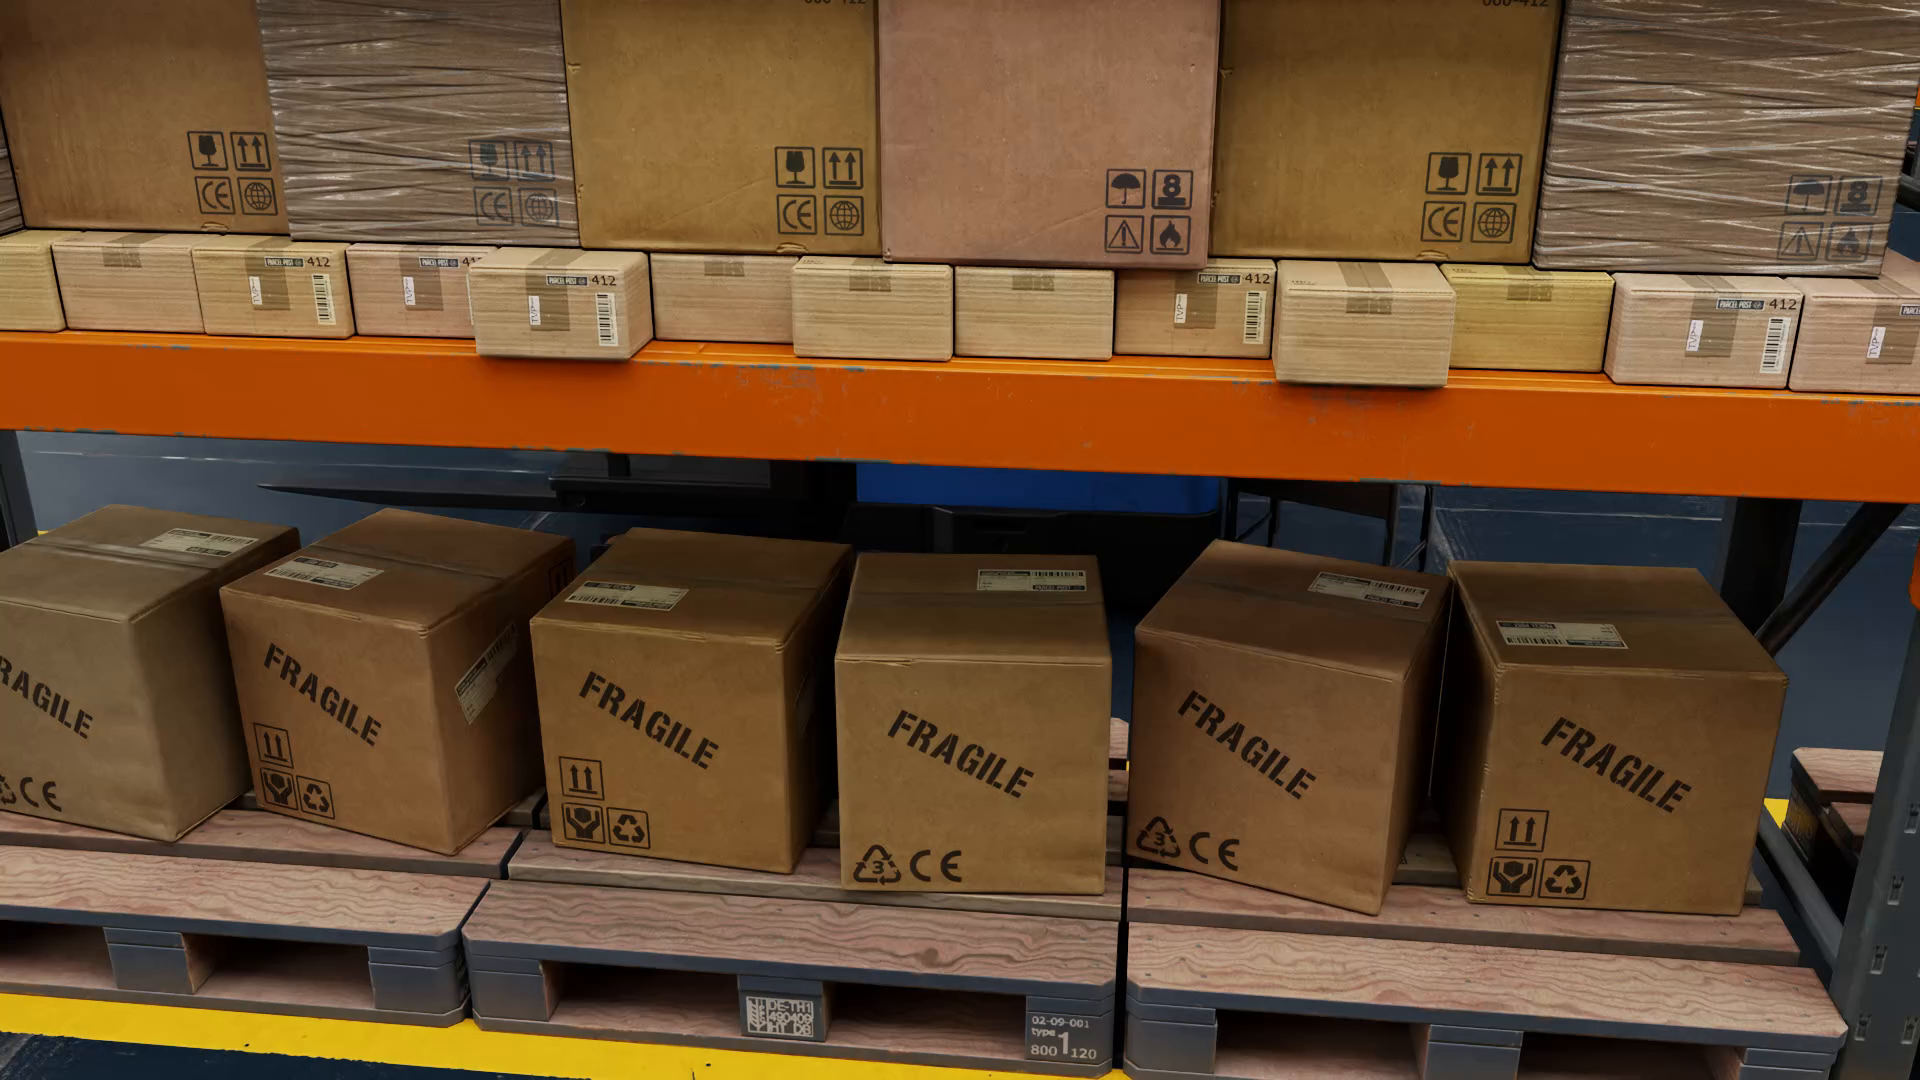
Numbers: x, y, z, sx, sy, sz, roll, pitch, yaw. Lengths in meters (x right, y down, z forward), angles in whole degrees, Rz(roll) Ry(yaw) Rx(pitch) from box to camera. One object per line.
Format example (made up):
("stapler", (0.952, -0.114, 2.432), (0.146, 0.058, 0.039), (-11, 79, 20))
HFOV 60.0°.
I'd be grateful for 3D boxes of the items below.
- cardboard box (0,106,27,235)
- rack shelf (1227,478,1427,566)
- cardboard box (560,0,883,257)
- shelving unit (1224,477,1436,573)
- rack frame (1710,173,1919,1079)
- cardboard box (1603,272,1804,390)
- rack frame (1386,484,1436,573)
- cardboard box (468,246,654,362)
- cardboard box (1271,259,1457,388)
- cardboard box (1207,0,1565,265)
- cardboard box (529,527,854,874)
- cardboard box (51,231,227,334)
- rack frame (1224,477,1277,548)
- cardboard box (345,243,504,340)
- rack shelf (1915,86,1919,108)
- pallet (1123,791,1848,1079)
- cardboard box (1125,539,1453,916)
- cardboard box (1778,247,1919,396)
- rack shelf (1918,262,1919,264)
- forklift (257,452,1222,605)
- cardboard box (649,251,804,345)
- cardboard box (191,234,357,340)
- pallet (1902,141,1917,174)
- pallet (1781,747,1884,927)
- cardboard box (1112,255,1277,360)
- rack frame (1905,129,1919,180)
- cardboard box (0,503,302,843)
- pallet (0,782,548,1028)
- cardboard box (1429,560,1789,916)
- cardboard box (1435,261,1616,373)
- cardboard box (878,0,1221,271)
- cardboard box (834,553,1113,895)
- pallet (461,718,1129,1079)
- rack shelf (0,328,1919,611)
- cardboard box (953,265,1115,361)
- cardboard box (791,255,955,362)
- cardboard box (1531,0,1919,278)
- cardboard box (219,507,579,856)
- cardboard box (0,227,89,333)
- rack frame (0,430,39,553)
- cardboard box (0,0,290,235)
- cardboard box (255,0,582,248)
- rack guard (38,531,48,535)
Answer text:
("cardboard box", (-1.810, -0.888, 3.067), (0.500, 0.500, 0.875), (2, 22, 6))
("rack shelf", (1.108, -0.163, 4.938), (0.480, 0.518, 0.431), (13, 25, 29))
("cardboard box", (-0.313, -0.847, 2.962), (0.500, 0.500, 0.875), (2, 22, 6))
("shelving unit", (1.108, -0.827, 4.676), (0.503, 2.100, 0.431), (13, 25, 29))
("rack frame", (1.619, -0.564, 2.787), (0.127, 3.000, 1.000), (2, 22, 6))
("cardboard box", (1.124, -0.364, 2.622), (0.250, 0.149, 0.380), (2, 22, 6))
("rack frame", (1.315, -0.780, 4.556), (0.015, 2.100, 0.400), (13, 25, 29))
("cardboard box", (-0.620, -0.421, 2.766), (0.250, 0.149, 0.380), (2, 22, 6))
("cardboard box", (0.621, -0.367, 2.629), (0.250, 0.149, 0.380), (2, 22, 6))
("cardboard box", (0.687, -0.826, 2.908), (0.500, 0.500, 0.875), (2, 22, 6))
("cardboard box", (-0.518, 0.310, 3.404), (0.500, 0.500, 0.500), (5, 22, 11))
("cardboard box", (-1.355, -0.484, 2.926), (0.250, 0.149, 0.380), (2, 22, 6))
("rack frame", (0.900, -0.874, 4.795), (0.015, 2.100, 0.400), (13, 25, 29))
("cardboard box", (-0.856, -0.470, 2.889), (0.250, 0.149, 0.380), (2, 22, 6))
("rack shelf", (4.188, -1.952, 7.275), (4.000, 0.370, 1.077), (2, 22, 6))
("pallet", (0.948, 0.716, 3.341), (1.213, 0.211, 1.003), (2, 22, 6))
("cardboard box", (0.657, 0.349, 3.306), (0.500, 0.500, 0.500), (10, 24, 23))
("cardboard box", (1.371, -0.349, 2.586), (0.250, 0.149, 0.380), (2, 22, 6))
("rack shelf", (3.605, -0.143, 2.701), (4.000, 0.370, 1.077), (2, 22, 6))
("forklift", (-0.694, -1.390, 4.969), (3.031, 2.935, 1.130), (2, 22, 6))
("cardboard box", (-0.356, -0.459, 2.861), (0.250, 0.149, 0.380), (2, 22, 6))
("cardboard box", (-1.108, -0.470, 2.892), (0.250, 0.149, 0.380), (2, 22, 6))
("pallet", (7.497, -2.665, 11.894), (1.213, 0.211, 1.003), (2, 22, 6))
("pallet", (2.392, 0.766, 3.216), (1.213, 0.211, 1.003), (2, 22, 6))
("cardboard box", (0.388, -0.426, 2.778), (0.250, 0.149, 0.380), (2, 22, 6))
("rack frame", (6.761, -4.008, 11.498), (0.127, 3.000, 1.000), (2, 22, 6))
("cardboard box", (-1.735, 0.263, 3.524), (0.500, 0.500, 0.500), (7, 23, 16))
("pallet", (-1.475, 0.611, 3.608), (1.213, 0.211, 1.003), (2, 22, 6))
("cardboard box", (1.226, 0.371, 3.250), (0.500, 0.500, 0.500), (2, 22, 5))
("cardboard box", (0.882, -0.397, 2.705), (0.250, 0.149, 0.380), (2, 22, 6))
("cardboard box", (0.178, -0.811, 2.870), (0.500, 0.500, 0.875), (2, 22, 6))
("cardboard box", (0.031, 0.351, 3.302), (0.500, 0.500, 0.500), (1, 22, 1))
("pallet", (-0.267, 0.664, 3.472), (1.213, 0.211, 1.003), (2, 22, 6))
("rack shelf", (-0.367, -0.316, 3.139), (4.000, 0.370, 1.077), (2, 22, 6))
("cardboard box", (0.135, -0.422, 2.768), (0.250, 0.149, 0.380), (2, 22, 6))
("cardboard box", (-0.117, -0.420, 2.763), (0.250, 0.149, 0.380), (2, 22, 6))
("cardboard box", (1.179, -0.791, 2.821), (0.500, 0.500, 0.875), (2, 22, 6))
("cardboard box", (-1.138, 0.276, 3.490), (0.500, 0.500, 0.500), (8, 23, 20))
("cardboard box", (-1.606, -0.487, 2.934), (0.250, 0.149, 0.380), (2, 22, 6))
("rack frame", (-2.353, -0.737, 3.225), (0.127, 3.000, 1.000), (2, 22, 6))
("cardboard box", (-1.300, -0.911, 3.123), (0.500, 0.500, 0.875), (2, 22, 6))
("cardboard box", (-0.808, -0.873, 3.028), (0.500, 0.500, 0.875), (2, 22, 6))
("rack guard", (-2.278, 0.428, 3.676), (0.348, 0.500, 1.175), (2, 22, 6))
